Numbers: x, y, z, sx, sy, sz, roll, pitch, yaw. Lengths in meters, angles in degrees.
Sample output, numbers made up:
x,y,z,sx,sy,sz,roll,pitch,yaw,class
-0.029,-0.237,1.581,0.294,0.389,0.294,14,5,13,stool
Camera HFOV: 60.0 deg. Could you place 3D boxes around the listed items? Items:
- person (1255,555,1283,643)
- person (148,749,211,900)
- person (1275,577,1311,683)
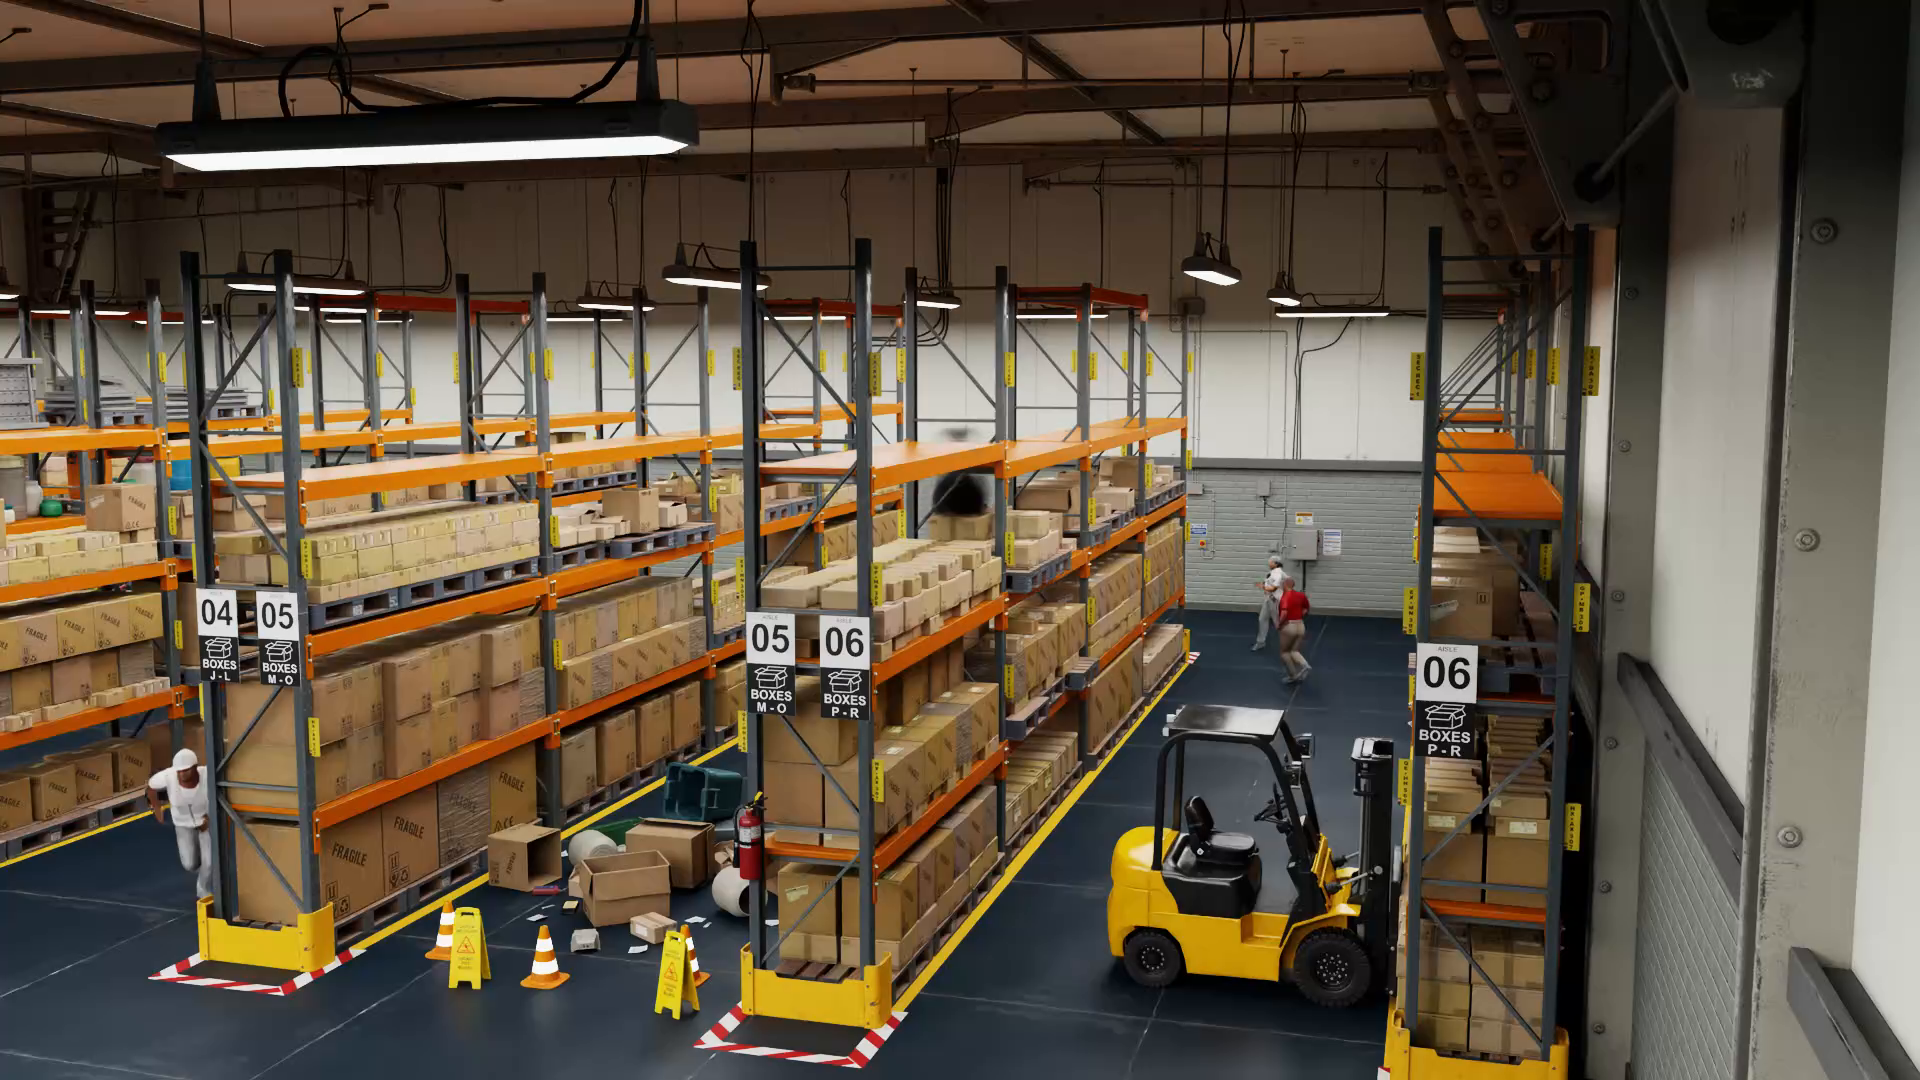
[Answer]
x,y,z,sx,sy,sz,roll,pitch,yaw,class
5.490,1.039,28.840,0.760,1.571,0.608,1,6,9,person
-7.168,2.495,15.506,0.695,1.230,0.891,-2,7,-14,person
5.273,1.432,26.047,0.645,1.676,0.661,-3,7,-26,person
